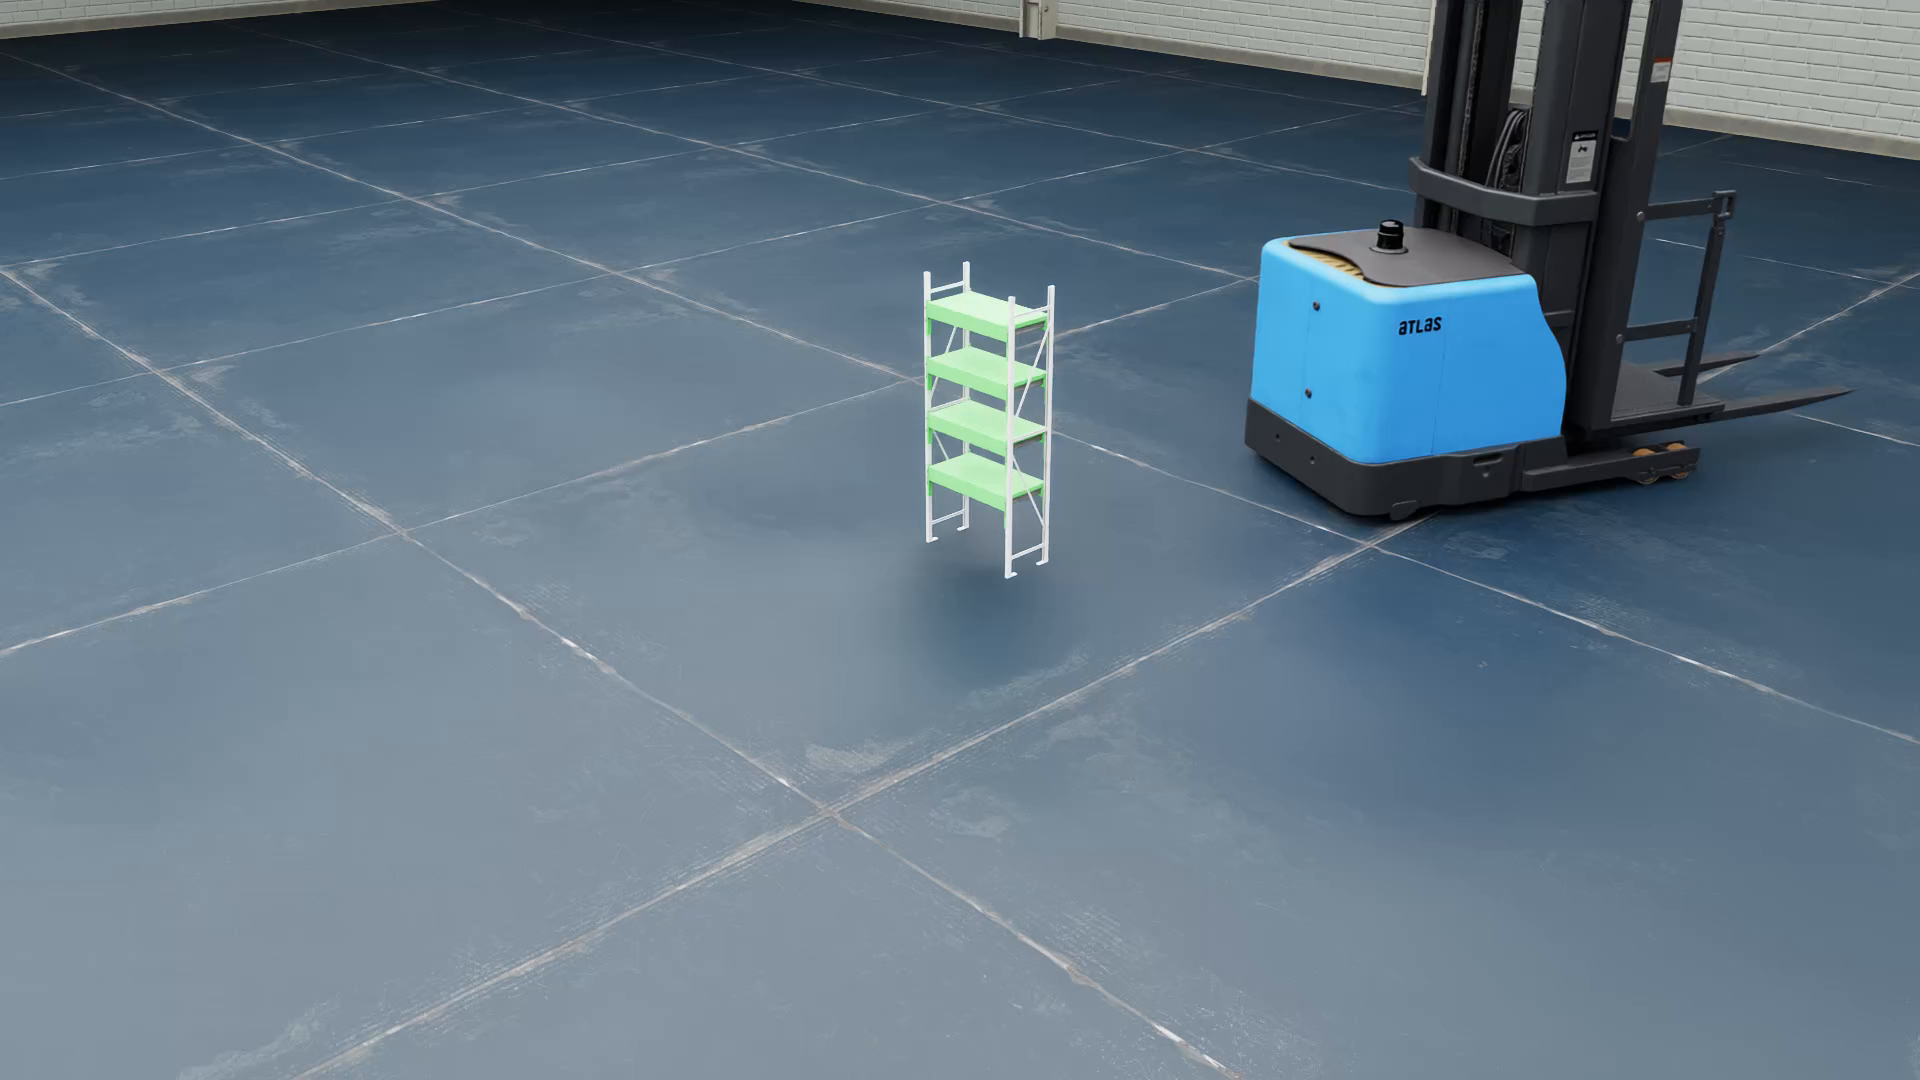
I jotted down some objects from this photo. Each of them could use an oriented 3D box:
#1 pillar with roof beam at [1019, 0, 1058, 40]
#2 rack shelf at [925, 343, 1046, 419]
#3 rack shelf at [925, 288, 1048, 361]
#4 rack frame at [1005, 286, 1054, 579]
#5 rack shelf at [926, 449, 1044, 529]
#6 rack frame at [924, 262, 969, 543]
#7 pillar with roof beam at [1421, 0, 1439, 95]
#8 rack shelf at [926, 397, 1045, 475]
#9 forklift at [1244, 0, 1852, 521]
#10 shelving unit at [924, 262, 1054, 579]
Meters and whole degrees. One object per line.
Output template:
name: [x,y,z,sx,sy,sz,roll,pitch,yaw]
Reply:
pillar with roof beam: [-2.132,-9.373,16.954,9.100,9.000,0.400,-21,32,-38]
rack shelf: [0.113,-0.656,6.818,0.258,0.148,0.480,-21,32,-38]
rack shelf: [0.113,-0.874,6.718,0.258,0.148,0.480,-21,32,-38]
rack frame: [0.280,-0.422,6.729,0.240,1.200,0.015,-21,32,-38]
rack shelf: [0.113,-0.219,7.017,0.258,0.148,0.480,-21,32,-38]
rack frame: [-0.054,-0.570,7.053,0.240,1.200,0.015,-21,32,-38]
pillar with roof beam: [1.969,-7.555,12.970,9.100,9.000,0.400,-21,32,-38]
rack shelf: [0.113,-0.438,6.918,0.258,0.148,0.480,-21,32,-38]
forklift: [2.959,-1.789,7.639,3.031,2.935,1.130,-9,26,-19]
shelving unit: [0.113,-0.496,6.891,0.258,1.200,0.503,-21,32,-38]
